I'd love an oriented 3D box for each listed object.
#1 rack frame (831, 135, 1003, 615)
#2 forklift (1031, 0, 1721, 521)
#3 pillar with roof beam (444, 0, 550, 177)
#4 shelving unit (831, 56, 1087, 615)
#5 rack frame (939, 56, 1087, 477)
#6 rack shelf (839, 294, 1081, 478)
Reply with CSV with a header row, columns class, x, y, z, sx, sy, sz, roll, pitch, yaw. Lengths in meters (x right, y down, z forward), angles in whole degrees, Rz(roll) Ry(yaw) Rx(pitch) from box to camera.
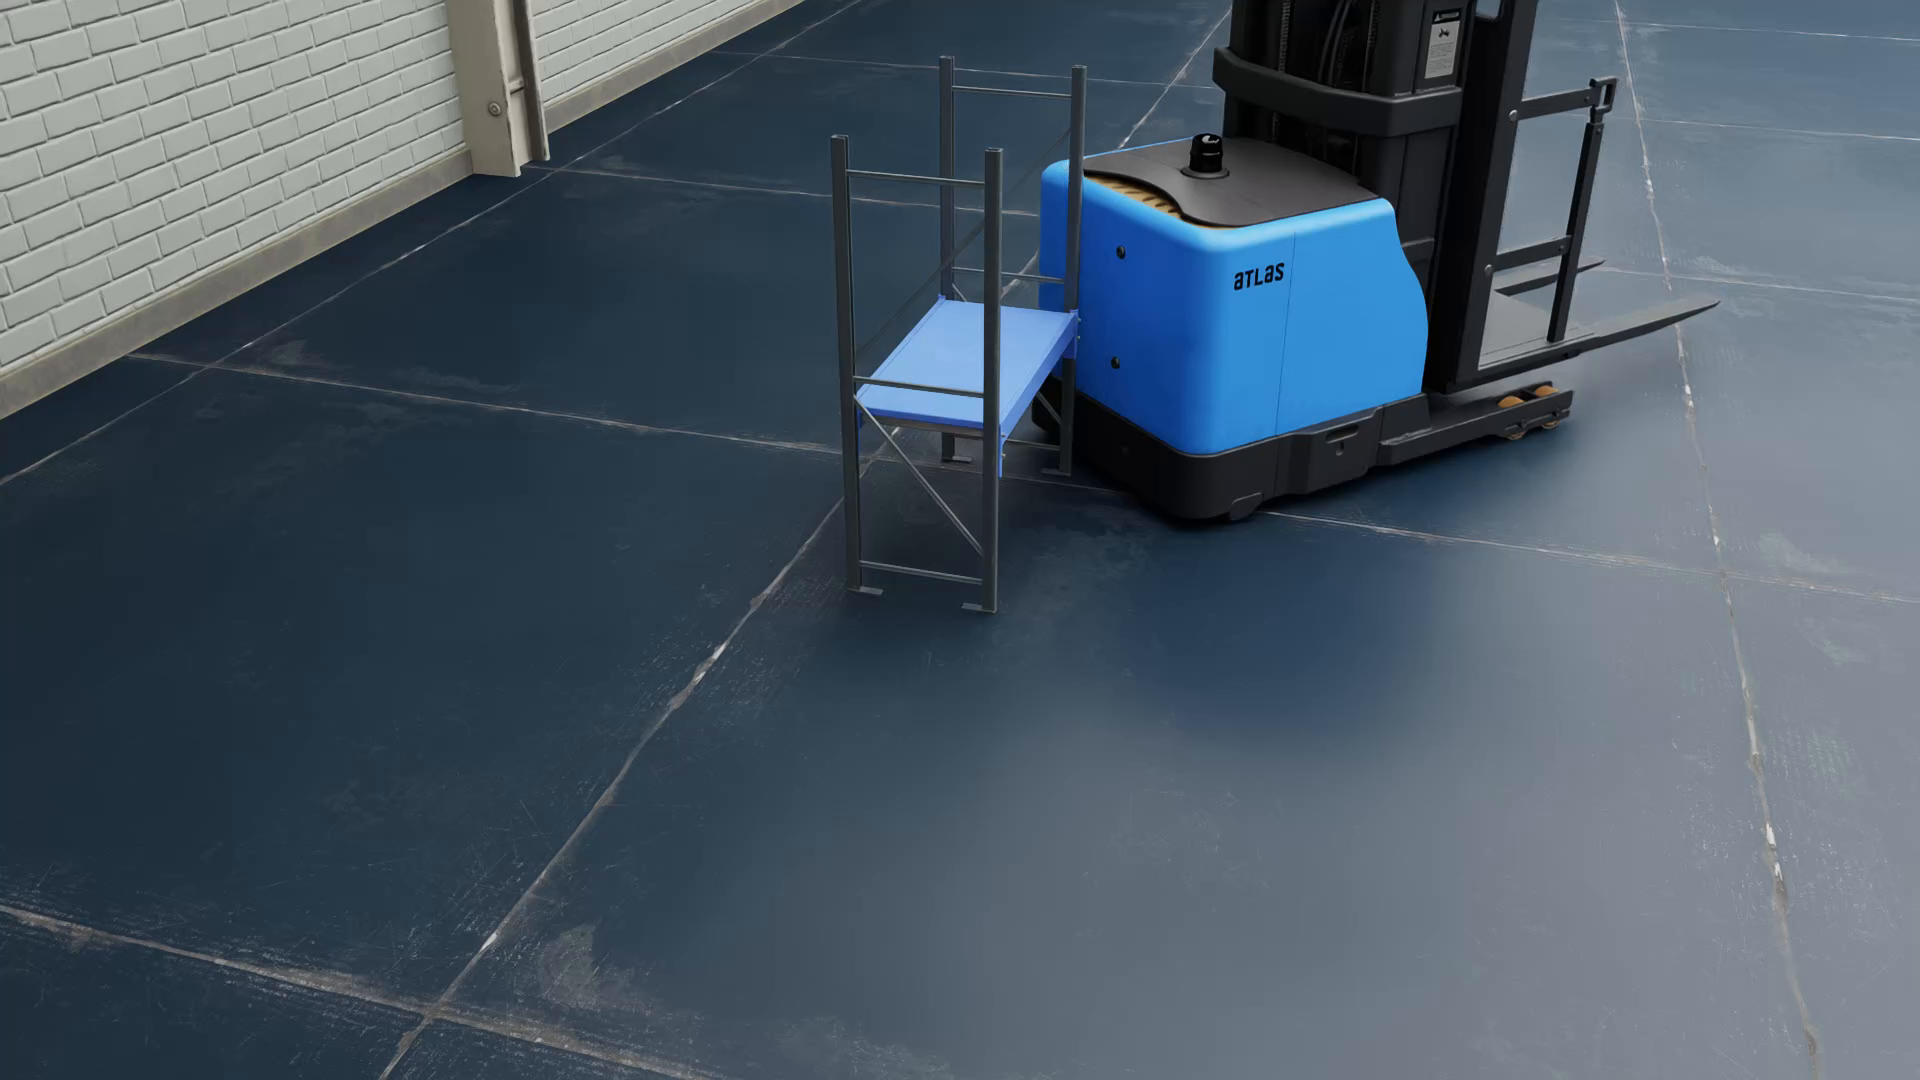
class,x,y,z,sx,sy,sz,roll,pitch,yaw
rack frame,-0.124,-0.459,5.032,0.500,1.500,0.032,8,30,15
forklift,1.803,-1.870,6.097,3.031,2.935,1.130,-17,33,-27
pillar with roof beam,1.501,-5.496,6.373,9.100,9.000,0.400,8,30,15
shelving unit,0.025,-0.695,5.457,0.538,1.500,1.048,8,30,15
rack frame,0.174,-0.931,5.881,0.500,1.500,0.032,8,30,15
rack shelf,0.025,-0.538,5.544,0.538,0.185,1.000,8,30,15
